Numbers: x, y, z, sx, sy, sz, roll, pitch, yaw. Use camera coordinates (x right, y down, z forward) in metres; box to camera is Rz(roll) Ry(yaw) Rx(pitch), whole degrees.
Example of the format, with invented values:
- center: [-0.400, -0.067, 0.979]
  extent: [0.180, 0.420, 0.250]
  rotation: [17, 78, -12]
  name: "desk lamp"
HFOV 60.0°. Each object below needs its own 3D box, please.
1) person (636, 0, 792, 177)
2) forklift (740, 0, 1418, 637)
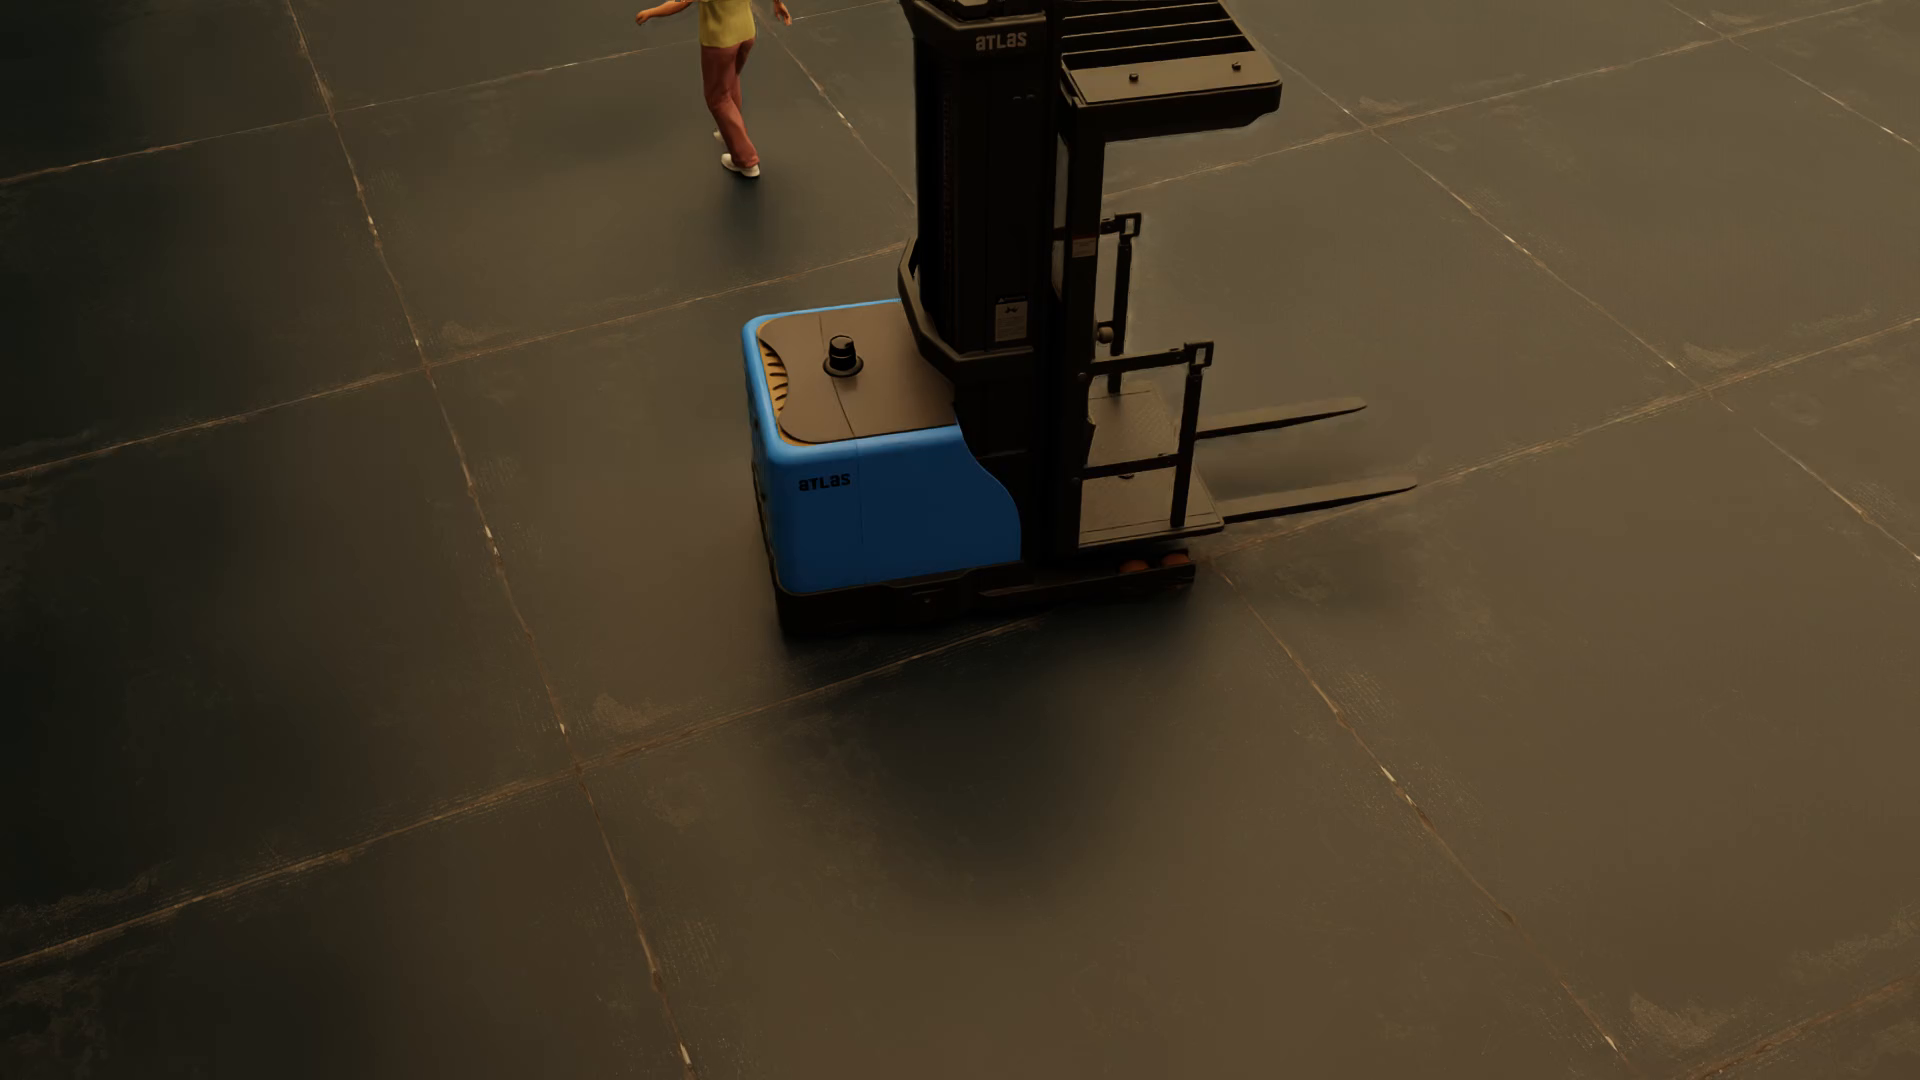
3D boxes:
- center: [-1.423, -2.991, 9.856]
  extent: [0.630, 1.690, 0.902]
  rotation: [32, 52, 30]
  name: "person"
- center: [0.595, -1.165, 6.928]
  extent: [3.031, 2.935, 1.130]
  rotation: [-9, 44, -9]
  name: "forklift"
